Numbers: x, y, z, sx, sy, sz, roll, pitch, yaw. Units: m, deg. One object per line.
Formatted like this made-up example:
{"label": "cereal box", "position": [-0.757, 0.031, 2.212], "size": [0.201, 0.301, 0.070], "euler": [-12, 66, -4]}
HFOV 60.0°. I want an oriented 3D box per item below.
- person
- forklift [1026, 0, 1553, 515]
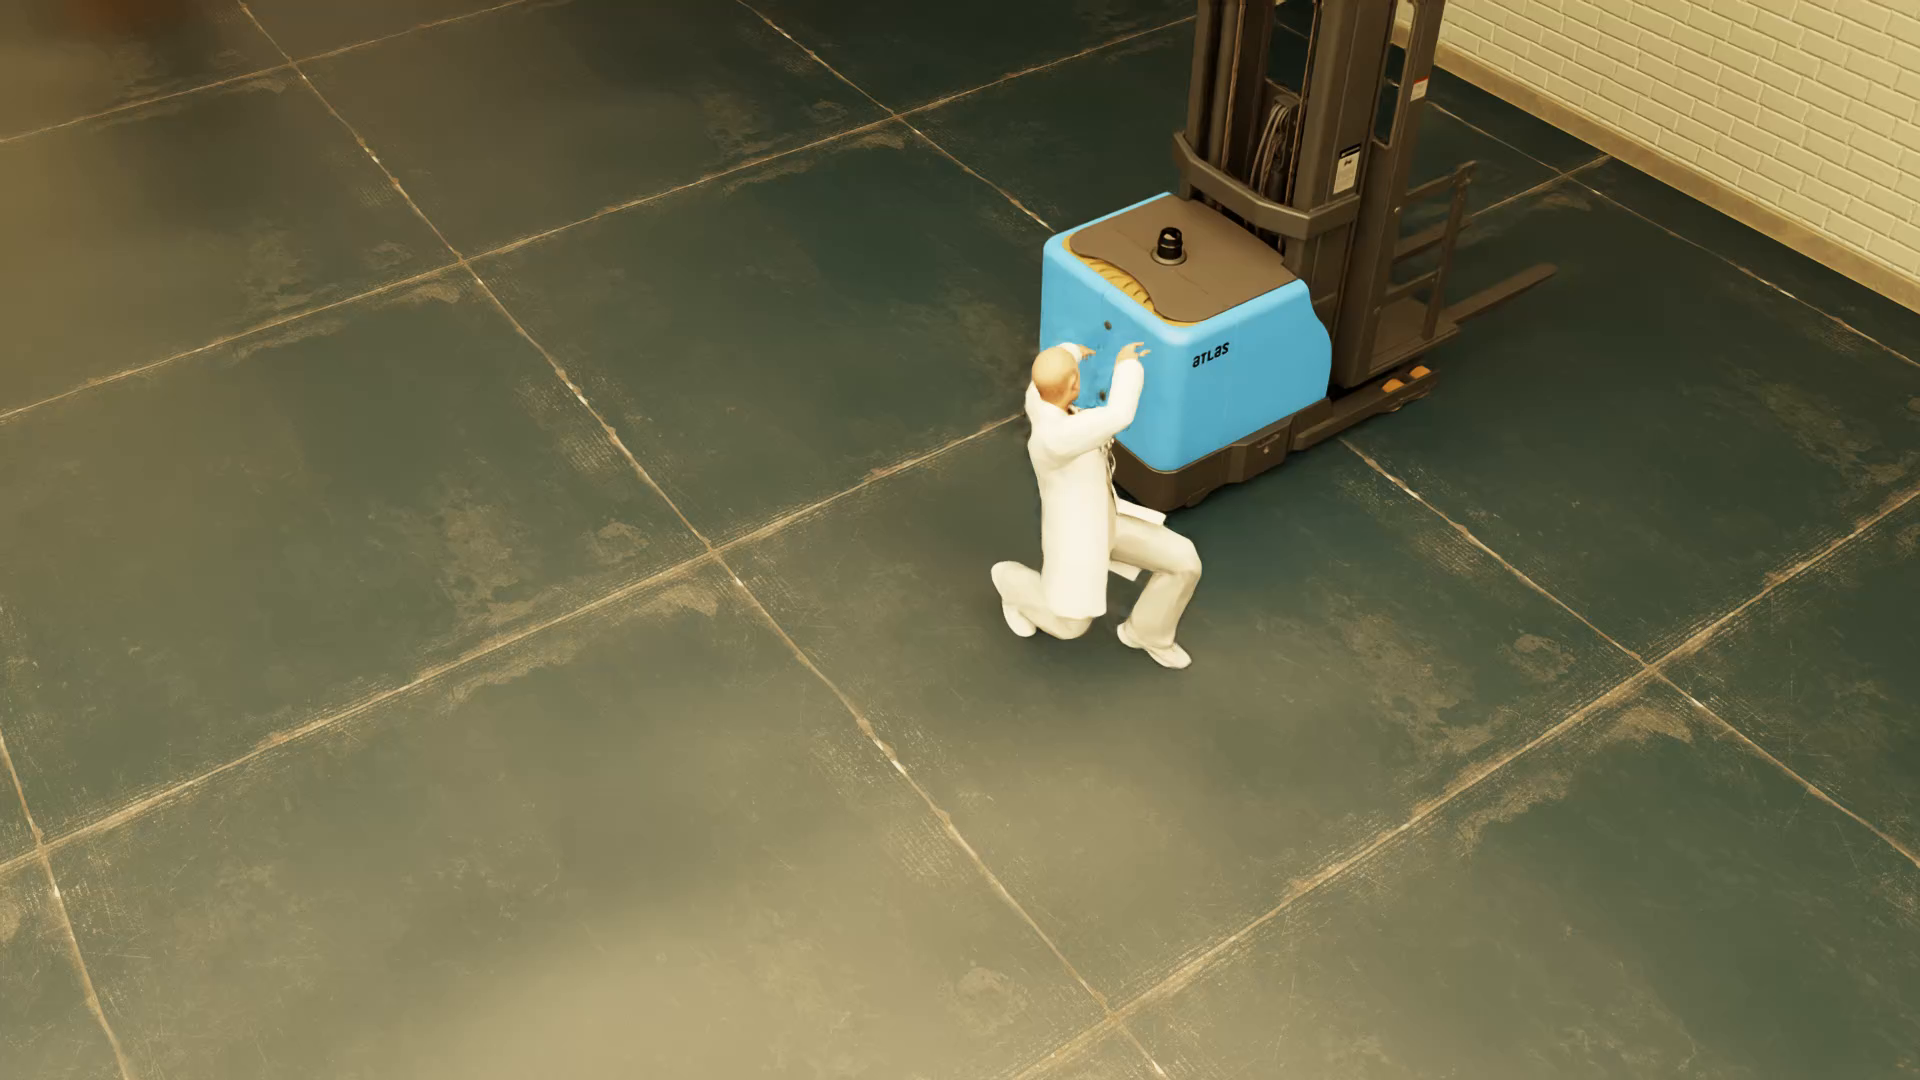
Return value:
{"label": "person", "position": [0.655, -0.181, 6.997], "size": [1.055, 1.477, 0.957], "euler": [15, 45, 16]}
{"label": "forklift", "position": [1.836, -1.992, 7.877], "size": [3.031, 2.935, 1.130], "euler": [-25, 48, -25]}
